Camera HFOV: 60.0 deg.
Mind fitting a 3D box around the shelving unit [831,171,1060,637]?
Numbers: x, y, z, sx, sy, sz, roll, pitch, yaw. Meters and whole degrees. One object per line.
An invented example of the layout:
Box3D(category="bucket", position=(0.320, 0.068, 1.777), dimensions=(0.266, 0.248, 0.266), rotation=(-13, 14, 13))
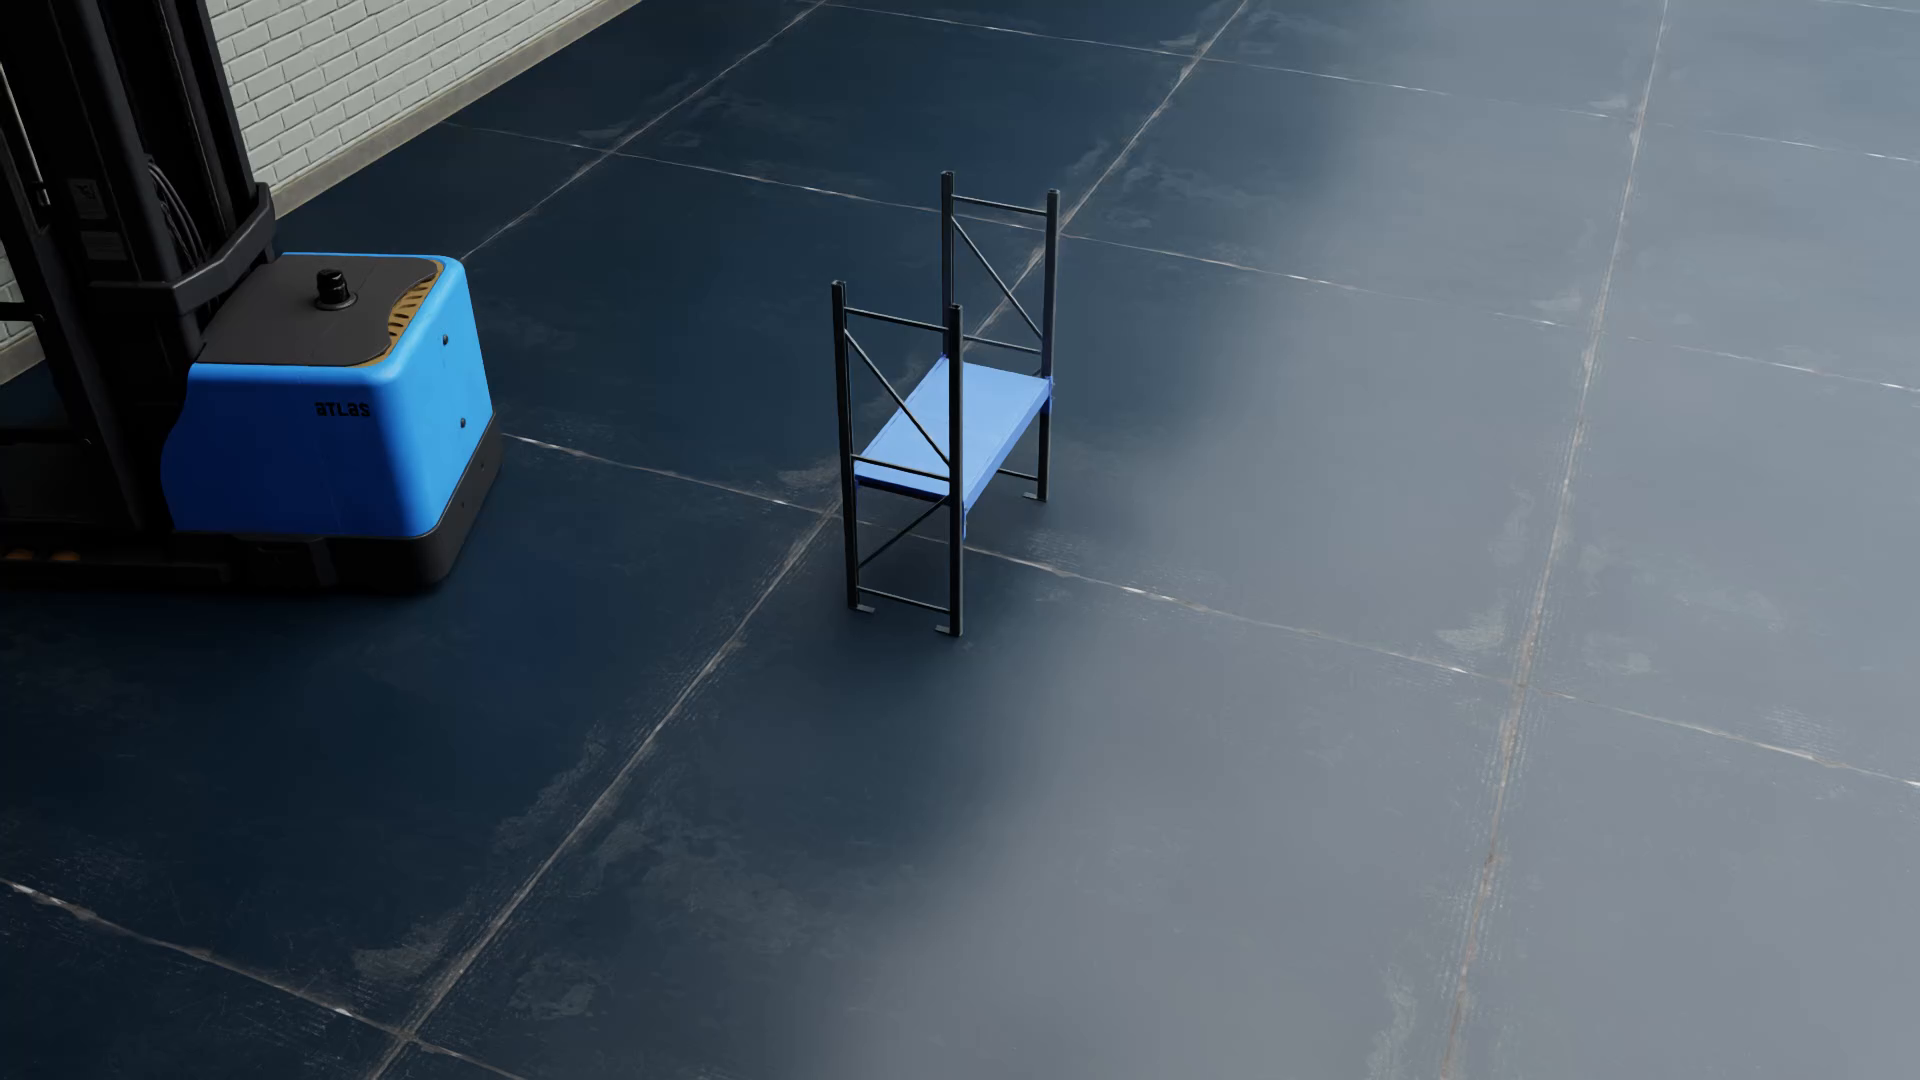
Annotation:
Box3D(category="shelving unit", position=(-0.032, -0.554, 6.738), dimensions=(0.538, 1.500, 1.048), rotation=(14, 39, 18))

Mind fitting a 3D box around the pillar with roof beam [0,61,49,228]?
Box3D(category="pillar with roof beam", position=(-0.464, -3.690, 4.671), dimensions=(9.100, 9.000, 0.400), rotation=(14, 39, 18))

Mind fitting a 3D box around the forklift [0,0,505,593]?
Box3D(category="forklift", position=(-3.626, -1.284, 6.520), dimensions=(3.031, 2.935, 1.130), rotation=(2, 37, 2))

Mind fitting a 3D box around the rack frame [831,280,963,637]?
Box3D(category="rack frame", position=(-0.226, -0.272, 6.361), dimensions=(0.500, 1.500, 0.032), rotation=(14, 39, 18))

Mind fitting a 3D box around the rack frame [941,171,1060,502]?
Box3D(category="rack frame", position=(0.161, -0.835, 7.114), dimensions=(0.500, 1.500, 0.032), rotation=(14, 39, 18))

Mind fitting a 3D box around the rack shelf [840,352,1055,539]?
Box3D(category="rack shelf", position=(-0.032, -0.409, 6.845), dimensions=(0.538, 0.185, 1.000), rotation=(14, 39, 18))
